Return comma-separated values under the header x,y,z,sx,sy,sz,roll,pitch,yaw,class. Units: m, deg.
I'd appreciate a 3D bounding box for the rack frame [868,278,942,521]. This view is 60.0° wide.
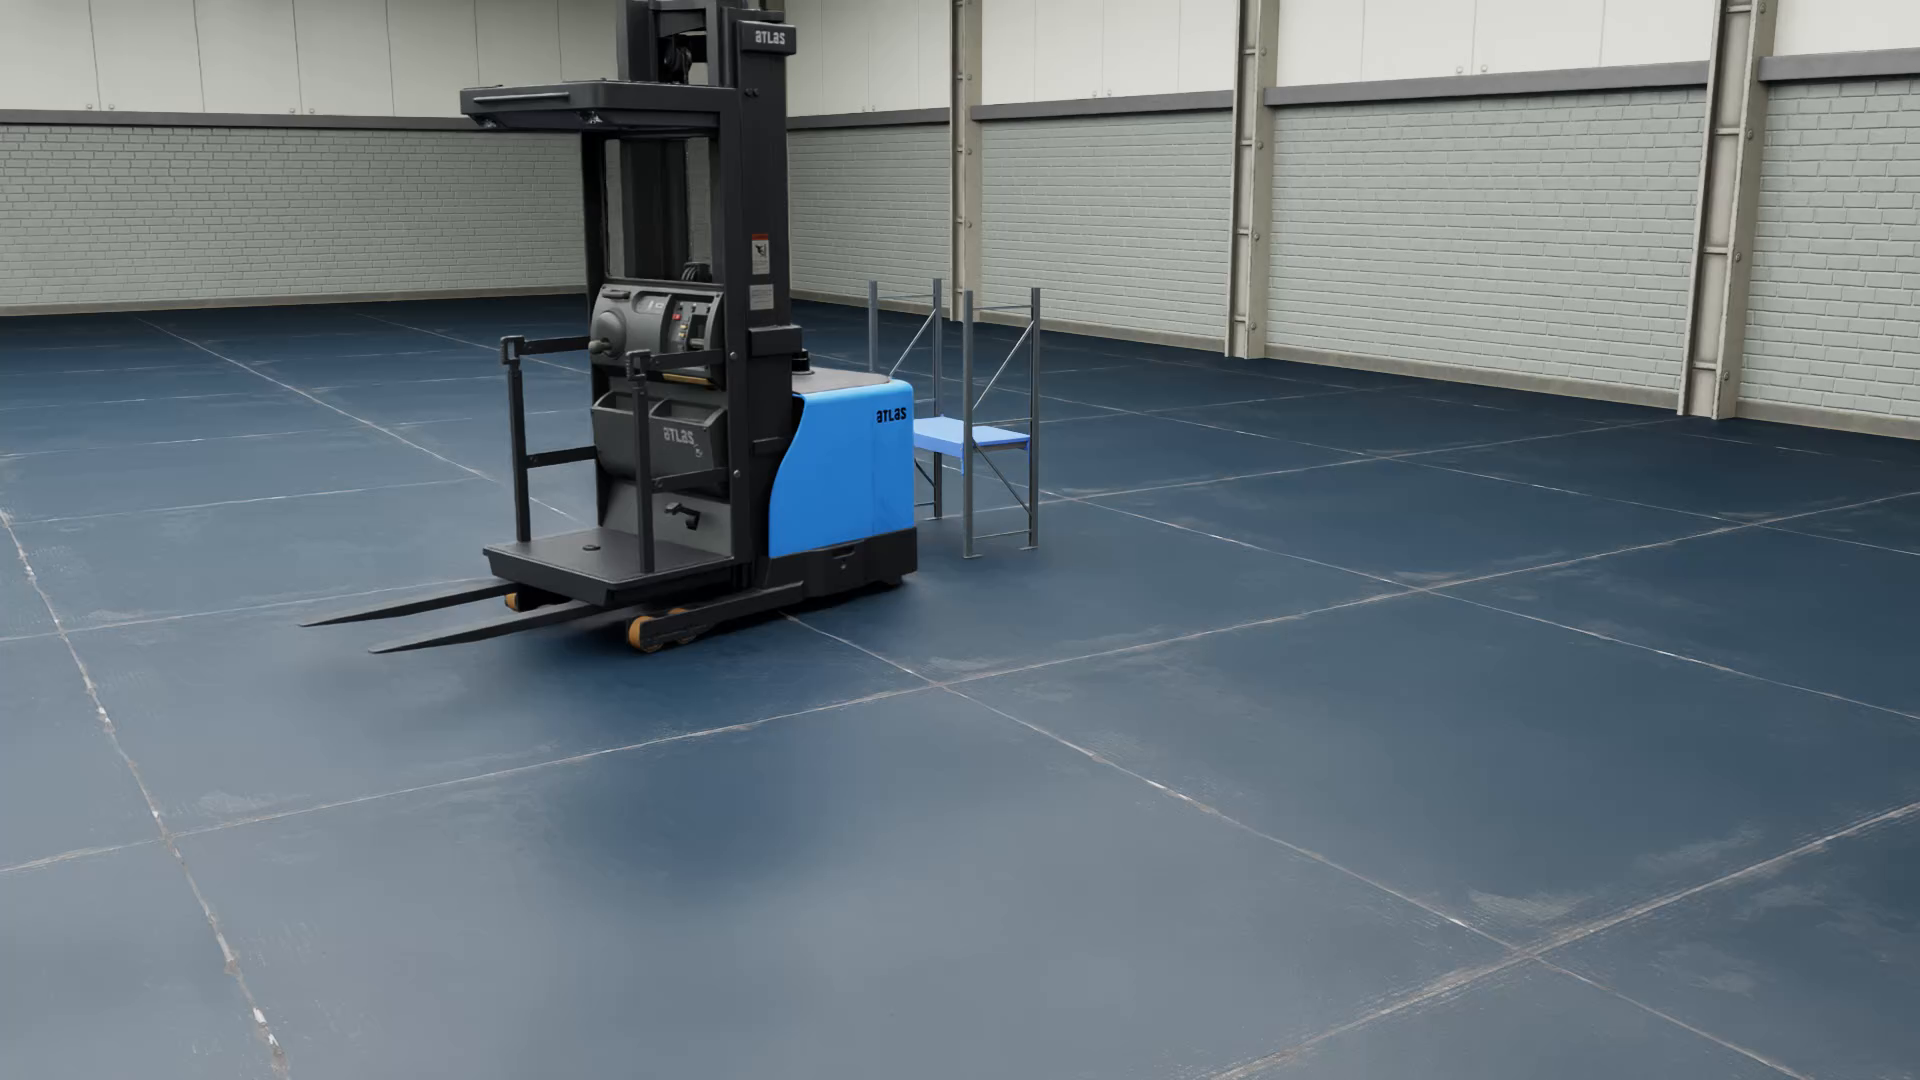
x,y,z,sx,sy,sz,roll,pitch,yaw,class
-0.329,-0.838,10.184,0.500,1.500,0.032,-8,15,-33,rack frame

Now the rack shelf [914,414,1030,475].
x,y,z,sx,sy,sz,roll,pitch,yaw,class
-0.047,-0.572,9.809,0.538,0.185,1.000,-8,15,-33,rack shelf

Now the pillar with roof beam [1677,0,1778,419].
x,y,z,sx,sy,sz,roll,pitch,yaw,class
3.149,-5.010,11.705,9.100,9.000,0.400,-8,15,-33,pillar with roof beam

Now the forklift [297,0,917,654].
x,y,z,sx,sy,sz,roll,pitch,yaw,class
-1.593,-1.044,7.777,1.130,2.935,3.031,11,17,41,forklift

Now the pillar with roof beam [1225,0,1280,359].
x,y,z,sx,sy,sz,roll,pitch,yaw,class
-0.175,-6.077,16.585,9.100,9.000,0.400,-8,15,-33,pillar with roof beam

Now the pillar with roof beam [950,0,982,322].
x,y,z,sx,sy,sz,roll,pitch,yaw,class
-3.500,-7.144,21.465,9.100,9.000,0.400,-8,15,-33,pillar with roof beam

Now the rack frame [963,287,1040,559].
x,y,z,sx,sy,sz,roll,pitch,yaw,class
0.234,-0.657,9.357,0.500,1.500,0.032,-8,15,-33,rack frame

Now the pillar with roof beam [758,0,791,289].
x,y,z,sx,sy,sz,roll,pitch,yaw,class
-6.824,-8.211,26.344,9.100,9.000,0.400,-8,15,-33,pillar with roof beam

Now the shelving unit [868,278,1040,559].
x,y,z,sx,sy,sz,roll,pitch,yaw,class
-0.047,-0.748,9.771,0.538,1.500,1.048,-8,15,-33,shelving unit
